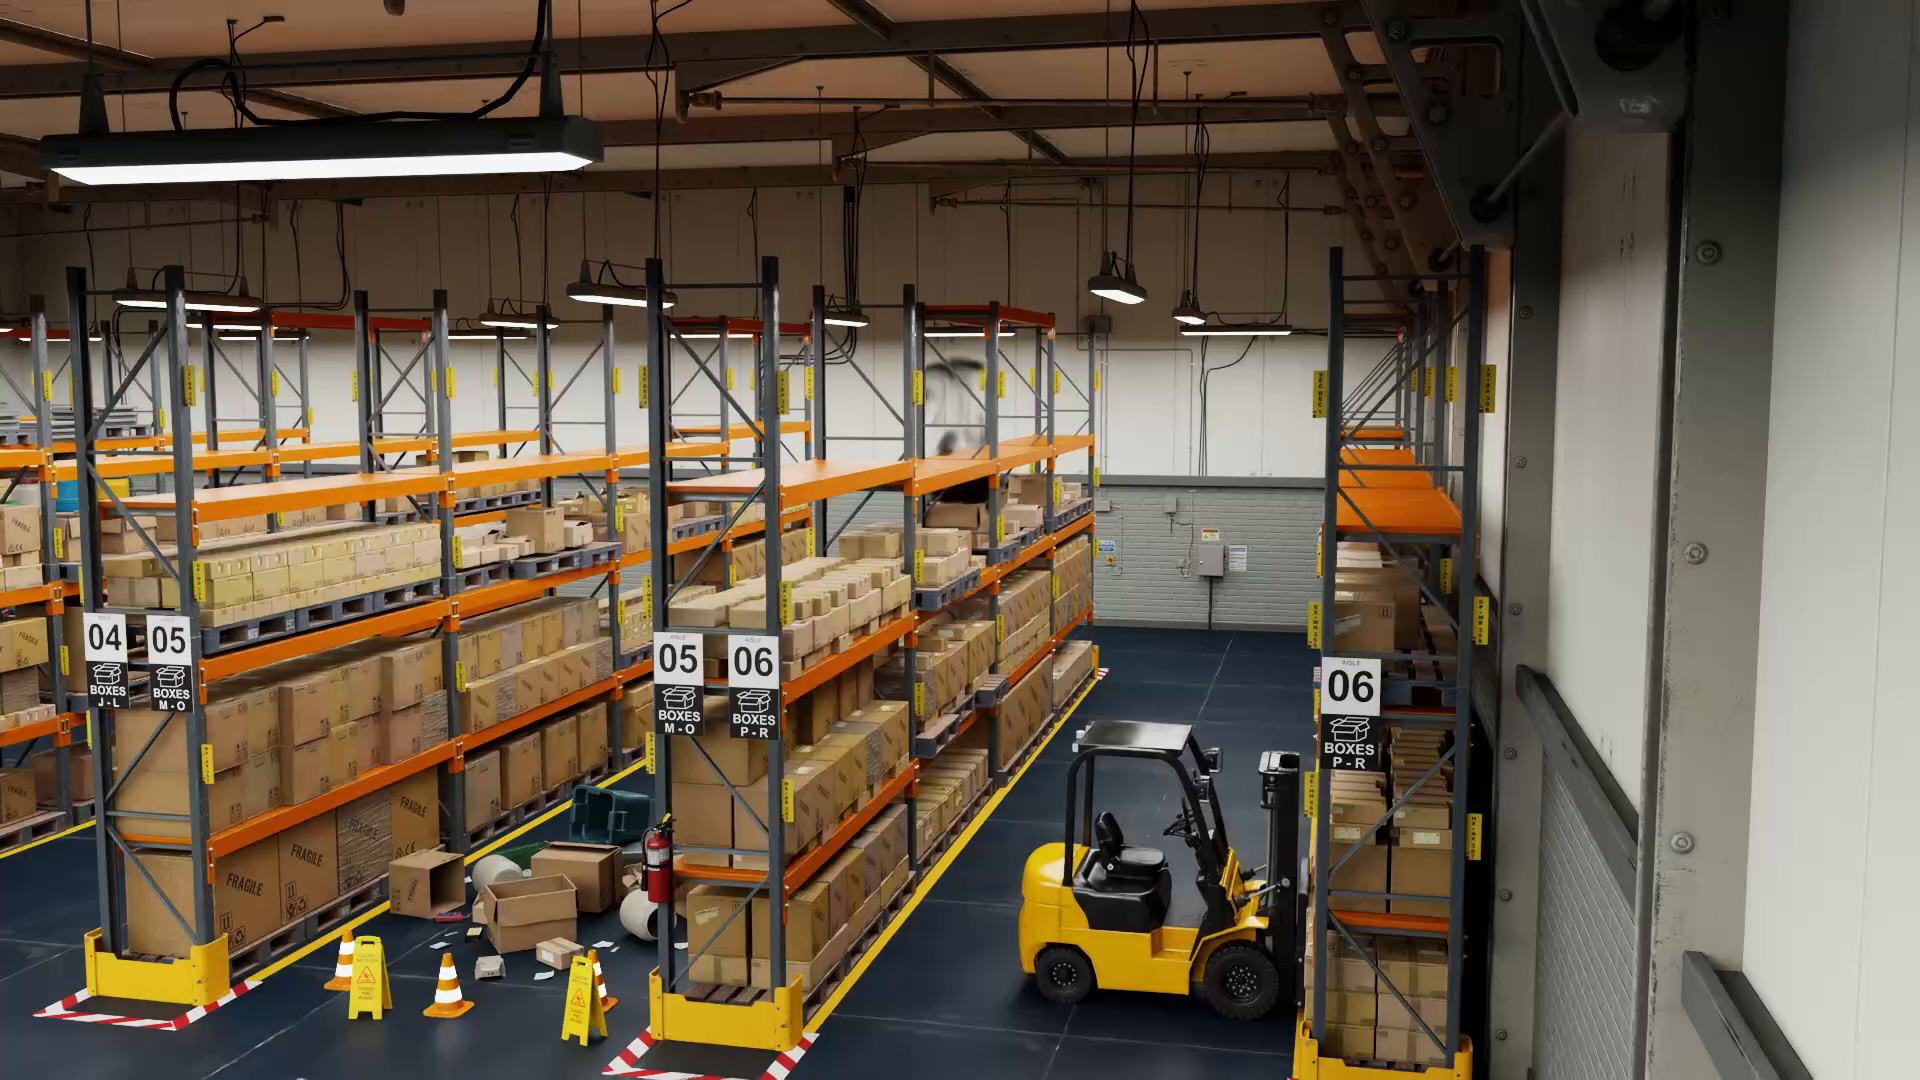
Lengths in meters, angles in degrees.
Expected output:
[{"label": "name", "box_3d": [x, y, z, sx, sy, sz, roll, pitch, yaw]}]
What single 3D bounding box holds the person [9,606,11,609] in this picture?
[{"label": "person", "box_3d": [-16.359, 1.373, 29.010, 0.681, 1.758, 0.778, 1, 6, 9]}]
